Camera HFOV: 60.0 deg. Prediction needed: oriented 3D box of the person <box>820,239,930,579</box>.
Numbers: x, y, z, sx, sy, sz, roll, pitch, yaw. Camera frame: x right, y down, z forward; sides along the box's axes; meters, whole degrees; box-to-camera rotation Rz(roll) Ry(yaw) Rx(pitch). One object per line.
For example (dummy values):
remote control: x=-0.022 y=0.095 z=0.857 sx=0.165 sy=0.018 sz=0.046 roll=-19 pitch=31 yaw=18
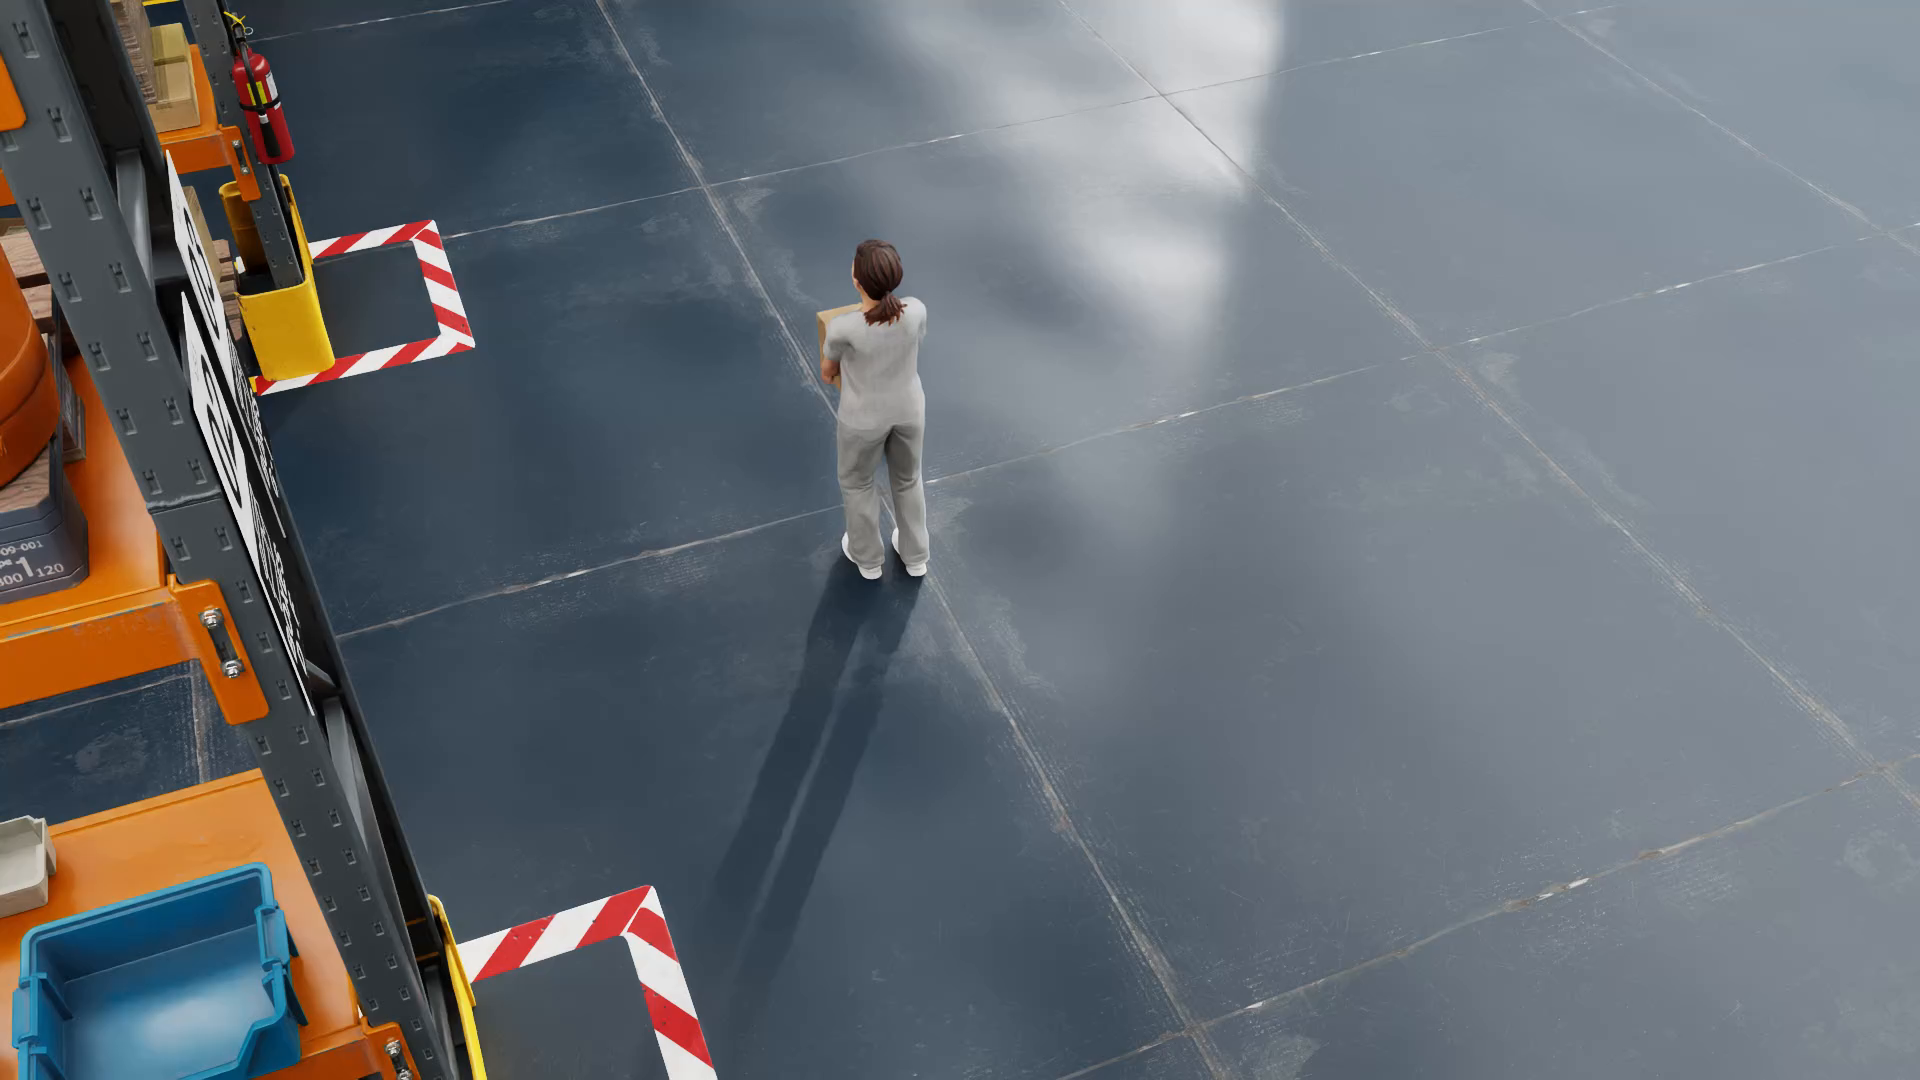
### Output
person: x=-0.350 y=-0.544 z=6.776 sx=0.431 sy=1.668 sz=0.545 roll=-15 pitch=44 yaw=-16
